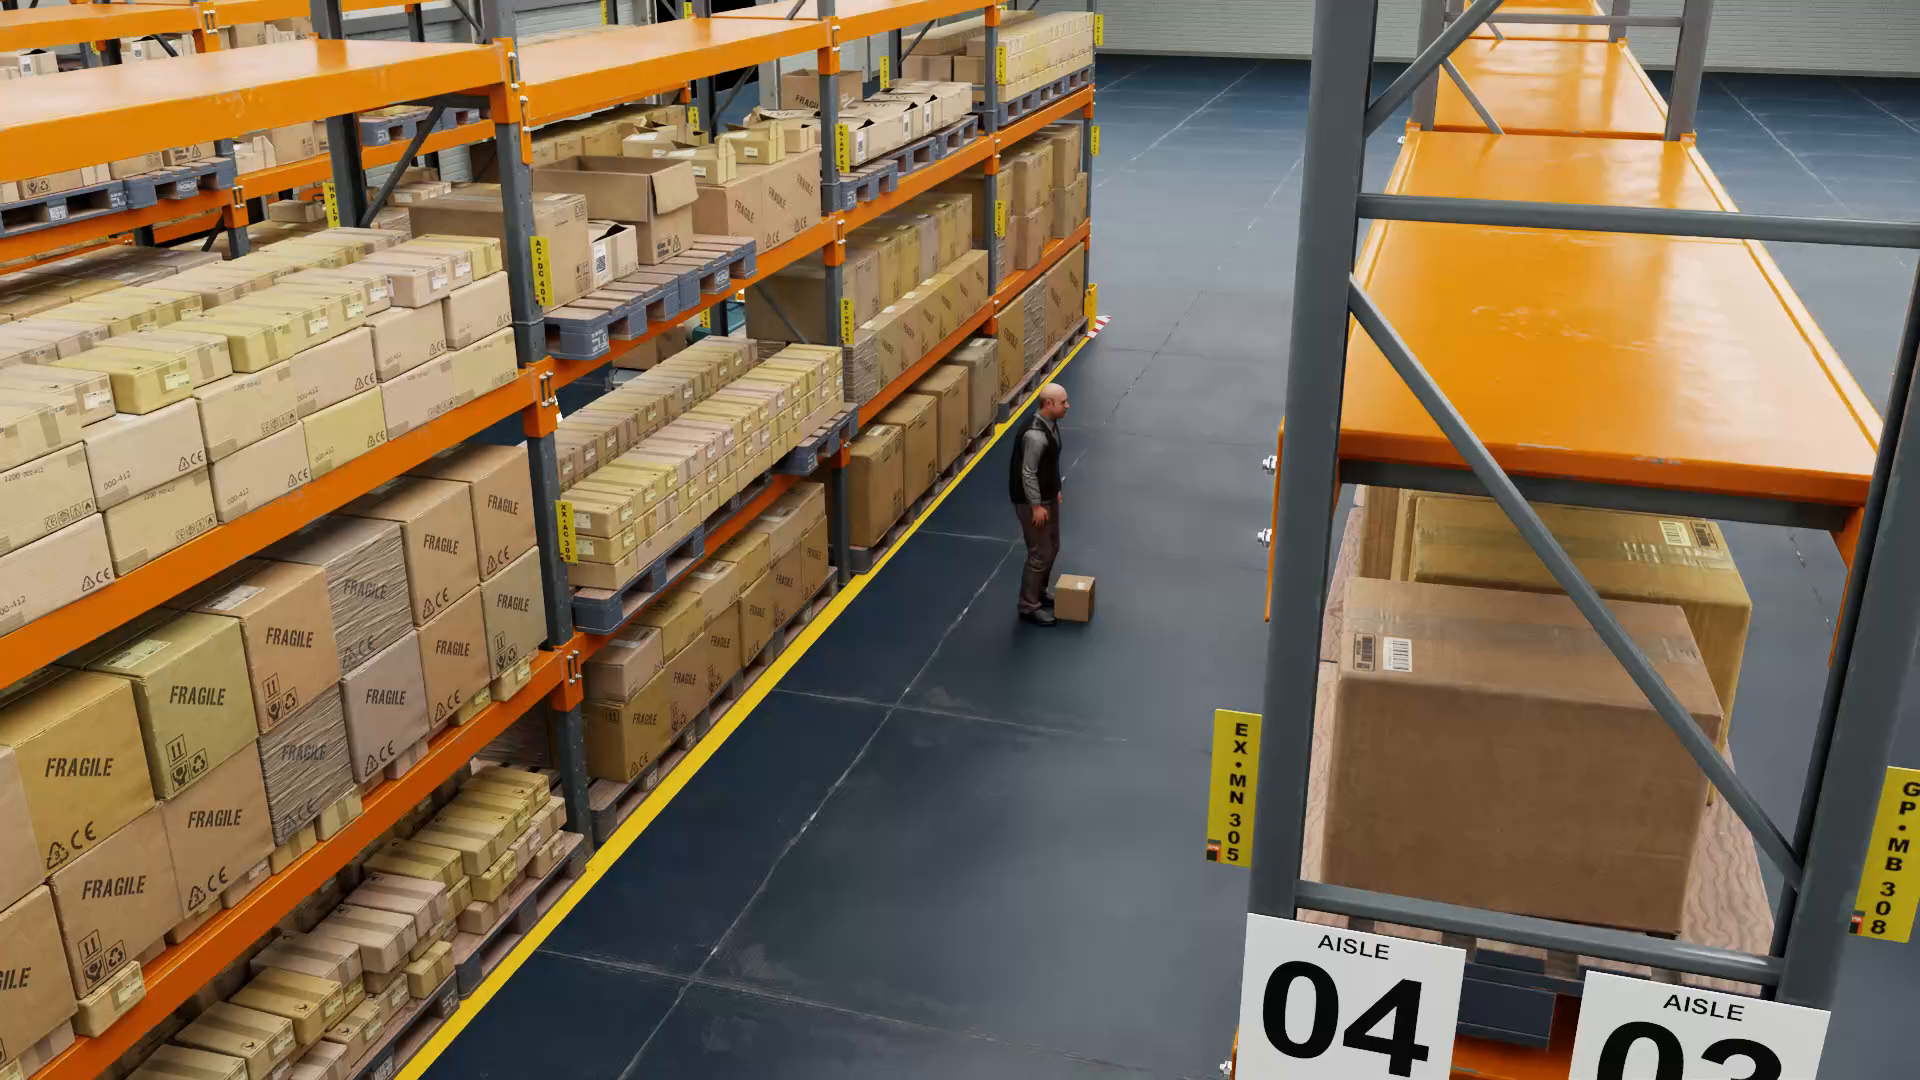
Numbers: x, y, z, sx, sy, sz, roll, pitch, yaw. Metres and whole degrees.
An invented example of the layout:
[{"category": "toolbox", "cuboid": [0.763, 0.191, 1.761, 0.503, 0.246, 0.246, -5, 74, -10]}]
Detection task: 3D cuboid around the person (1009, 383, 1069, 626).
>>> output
[{"category": "person", "cuboid": [0.562, -0.288, 11.870, 0.415, 1.721, 0.580, 6, 23, 16]}]
